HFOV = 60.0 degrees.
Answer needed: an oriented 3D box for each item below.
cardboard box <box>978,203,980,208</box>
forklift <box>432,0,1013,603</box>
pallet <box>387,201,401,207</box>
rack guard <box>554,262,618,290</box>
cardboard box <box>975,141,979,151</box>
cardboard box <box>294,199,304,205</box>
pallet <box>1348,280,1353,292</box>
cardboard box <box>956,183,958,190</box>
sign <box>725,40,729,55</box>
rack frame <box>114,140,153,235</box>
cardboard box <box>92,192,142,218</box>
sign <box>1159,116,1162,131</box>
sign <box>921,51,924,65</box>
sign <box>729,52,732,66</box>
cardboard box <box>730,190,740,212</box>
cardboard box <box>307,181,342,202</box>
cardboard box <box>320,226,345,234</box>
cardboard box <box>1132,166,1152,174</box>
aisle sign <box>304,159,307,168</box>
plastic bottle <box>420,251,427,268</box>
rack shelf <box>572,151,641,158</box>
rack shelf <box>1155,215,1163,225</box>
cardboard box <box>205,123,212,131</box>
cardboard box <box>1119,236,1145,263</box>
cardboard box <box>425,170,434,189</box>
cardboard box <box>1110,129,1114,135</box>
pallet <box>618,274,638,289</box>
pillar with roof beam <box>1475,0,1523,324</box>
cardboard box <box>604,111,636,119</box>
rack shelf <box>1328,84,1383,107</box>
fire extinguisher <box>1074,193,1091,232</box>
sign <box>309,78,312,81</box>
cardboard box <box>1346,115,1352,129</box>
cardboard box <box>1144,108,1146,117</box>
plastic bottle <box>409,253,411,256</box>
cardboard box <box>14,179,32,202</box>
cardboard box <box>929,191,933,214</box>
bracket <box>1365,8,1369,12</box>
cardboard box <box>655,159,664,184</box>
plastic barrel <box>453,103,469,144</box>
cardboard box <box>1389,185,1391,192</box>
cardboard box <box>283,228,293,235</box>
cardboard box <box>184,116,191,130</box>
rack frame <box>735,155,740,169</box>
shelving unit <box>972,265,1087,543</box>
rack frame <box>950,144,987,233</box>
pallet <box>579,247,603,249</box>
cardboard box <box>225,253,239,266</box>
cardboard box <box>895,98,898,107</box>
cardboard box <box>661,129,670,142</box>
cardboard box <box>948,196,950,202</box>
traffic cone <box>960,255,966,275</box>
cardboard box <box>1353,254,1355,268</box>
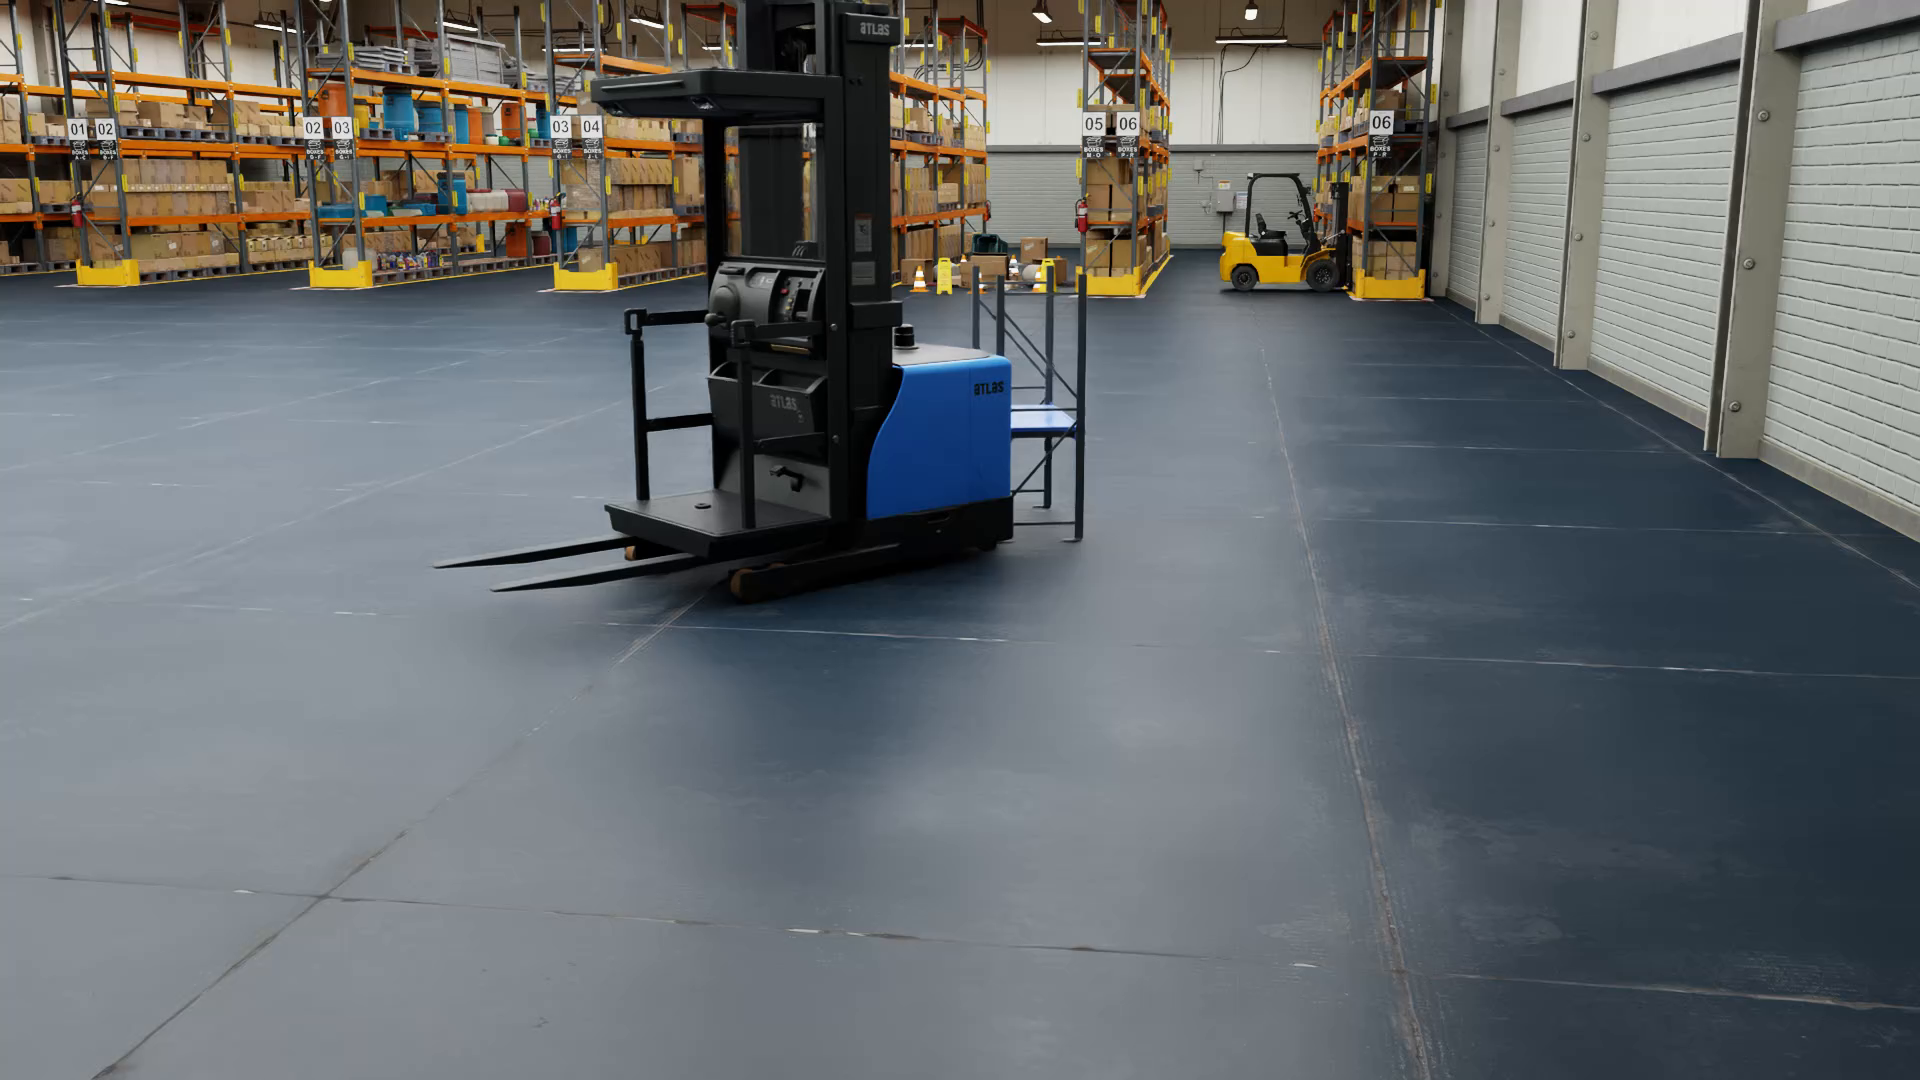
[{"bbox_3d":[0.339,-9.019,44.817,0.380,0.149,0.250,2,12,10],"label":"cardboard box"},{"bbox_3d":[-1.147,-1.252,8.346,3.031,2.935,1.130,-10,16,-40],"label":"forklift"},{"bbox_3d":[-15.294,-8.790,43.615,1.003,0.211,1.213,2,12,9],"label":"pallet"},{"bbox_3d":[-7.109,-5.020,31.602,1.175,0.500,0.348,2,12,9],"label":"rack guard"},{"bbox_3d":[0.194,-10.345,43.610,0.500,0.250,0.500,2,12,11],"label":"cardboard box"},{"bbox_3d":[-16.007,-7.990,39.661,0.500,0.311,0.500,2,12,8],"label":"cardboard box"},{"bbox_3d":[7.843,-4.796,31.247,1.003,0.211,1.213,2,12,9],"label":"pallet"},{"bbox_3d":[-0.258,-8.826,41.516,0.380,0.149,0.250,2,12,11],"label":"cardboard box"},{"bbox_3d":[-5.353,-11.304,38.182,0.100,0.325,0.005,2,12,9],"label":"sign"},{"bbox_3d":[-20.573,-8.373,41.227,1.000,3.000,0.127,2,12,9],"label":"rack frame"},{"bbox_3d":[-16.824,-6.694,33.197,0.700,0.500,0.500,2,12,9],"label":"cardboard box"},{"bbox_3d":[4.438,-9.272,37.049,0.100,0.325,0.005,2,12,9],"label":"sign"},{"bbox_3d":[-0.923,-11.992,41.374,0.100,0.325,0.005,2,12,9],"label":"sign"},{"bbox_3d":[-5.820,-12.214,42.217,0.100,0.325,0.005,2,12,9],"label":"sign"},{"bbox_3d":[-5.547,-8.033,39.411,0.500,0.500,0.500,2,12,10],"label":"cardboard box"},{"bbox_3d":[-15.693,-8.603,41.057,0.700,0.500,0.500,-2,12,-10],"label":"cardboard box"},{"bbox_3d":[-15.762,-7.788,41.618,0.500,0.250,0.500,2,12,11],"label":"cardboard box"},{"bbox_3d":[3.708,-7.541,33.886,0.380,0.149,0.250,2,12,8],"label":"cardboard box"},{"bbox_3d":[-19.036,-11.315,48.705,0.394,0.787,0.004,2,12,9],"label":"aisle sign"},{"bbox_3d":[-11.293,-5.889,34.944,0.144,0.351,0.185,2,12,8],"label":"plastic bottle"},{"bbox_3d":[-9.861,-10.416,45.293,1.077,0.370,4.000,2,12,9],"label":"rack shelf"},{"bbox_3d":[4.209,-7.635,39.511,1.077,0.370,4.000,2,12,9],"label":"rack shelf"},{"bbox_3d":[-20.202,-10.757,43.885,0.700,0.500,0.500,1,12,6],"label":"cardboard box"},{"bbox_3d":[3.307,-5.622,32.209,0.500,0.500,0.500,3,12,12],"label":"cardboard box"},{"bbox_3d":[-14.634,-9.780,45.145,0.500,0.500,0.500,1,12,7],"label":"cardboard box"},{"bbox_3d":[2.635,-7.490,30.604,0.380,0.149,0.250,2,12,9],"label":"cardboard box"},{"bbox_3d":[-6.949,-5.047,32.412,1.003,0.211,1.213,2,12,9],"label":"pallet"},{"bbox_3d":[3.398,-7.684,23.790,9.100,9.000,0.400,2,12,9],"label":"pillar with roof beam"},{"bbox_3d":[-6.625,-8.432,32.249,0.500,0.500,0.500,2,12,8],"label":"cardboard box"},{"bbox_3d":[9.115,-10.213,38.178,1.077,0.370,4.000,2,12,9],"label":"rack shelf"},{"bbox_3d":[2.199,-5.859,29.743,0.296,0.674,0.183,2,12,9],"label":"fire extinguisher"},{"bbox_3d":[-18.809,-13.446,48.121,0.100,0.325,0.005,2,12,9],"label":"sign"},{"bbox_3d":[8.180,-8.573,34.013,0.500,0.311,0.500,1,12,7],"label":"cardboard box"},{"bbox_3d":[3.310,-8.073,31.415,0.380,0.149,0.250,2,12,9],"label":"cardboard box"},{"bbox_3d":[-11.882,-6.049,35.873,0.097,0.271,0.097,0,12,0],"label":"plastic bottle"},{"bbox_3d":[-20.956,-7.735,36.795,0.500,0.500,0.500,2,12,9],"label":"cardboard box"},{"bbox_3d":[-0.887,-7.553,37.182,0.500,0.500,0.500,2,12,9],"label":"cardboard box"},{"bbox_3d":[10.529,-13.686,43.093,0.076,0.066,4.783,2,12,9],"label":"bracket"},{"bbox_3d":[-6.378,-7.536,34.023,0.500,0.500,0.500,2,12,9],"label":"cardboard box"},{"bbox_3d":[-11.335,-9.316,37.293,0.600,0.901,0.708,2,12,9],"label":"plastic barrel"},{"bbox_3d":[8.143,-6.492,30.720,0.380,0.149,0.250,2,12,8],"label":"cardboard box"},{"bbox_3d":[-19.505,-8.664,47.513,0.700,0.500,0.500,1,12,7],"label":"cardboard box"},{"bbox_3d":[-16.714,-8.869,35.288,0.500,0.311,0.500,1,12,6],"label":"cardboard box"},{"bbox_3d":[-5.275,-8.725,42.857,1.000,3.000,0.127,2,12,9],"label":"rack frame"},{"bbox_3d":[0.387,-0.831,9.791,0.538,1.500,1.048,-2,12,-7],"label":"shelving unit"},{"bbox_3d":[0.226,-9.375,45.877,1.000,3.000,0.127,2,12,9],"label":"rack frame"},{"bbox_3d":[-9.909,-7.931,45.793,1.003,0.211,1.213,2,12,9],"label":"pallet"},{"bbox_3d":[-16.149,-6.139,36.387,0.500,0.250,0.500,2,12,9],"label":"cardboard box"},{"bbox_3d":[-1.439,-8.674,32.970,0.380,0.149,0.250,2,12,9],"label":"cardboard box"},{"bbox_3d":[-6.318,-8.349,34.350,0.500,0.250,0.500,2,12,11],"label":"cardboard box"},{"bbox_3d":[-0.452,-8.265,40.323,0.380,0.149,0.250,2,12,11],"label":"cardboard box"},{"bbox_3d":[0.078,-5.868,35.622,0.336,0.463,0.334,2,12,9],"label":"traffic cone"},{"bbox_3d":[7.430,-5.066,30.226,0.500,0.250,0.500,2,12,8],"label":"cardboard box"}]
